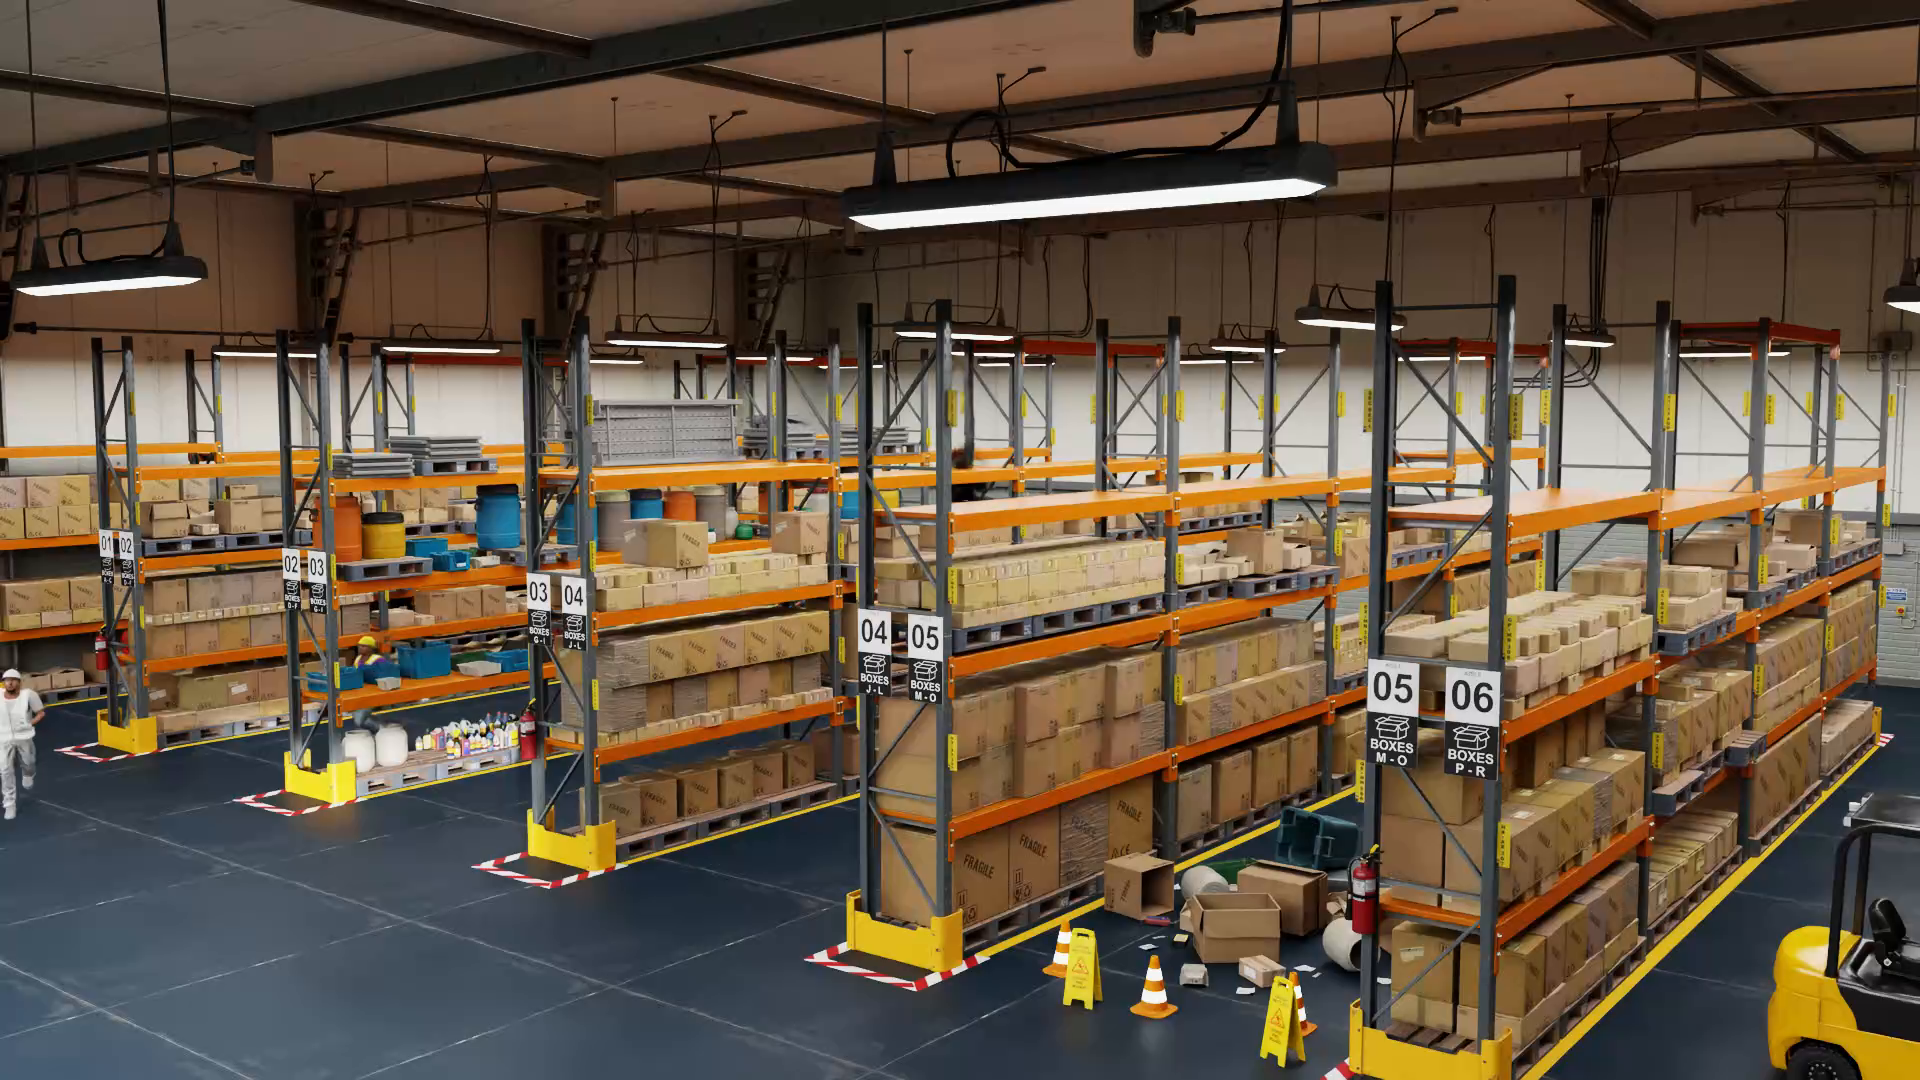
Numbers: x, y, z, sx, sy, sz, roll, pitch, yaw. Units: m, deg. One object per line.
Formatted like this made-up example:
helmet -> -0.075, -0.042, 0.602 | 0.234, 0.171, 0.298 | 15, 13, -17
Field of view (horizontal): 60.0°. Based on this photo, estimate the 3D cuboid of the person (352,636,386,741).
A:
person -> -8.491, 2.237, 23.742 | 0.692, 1.722, 0.582 | 3, 6, 29

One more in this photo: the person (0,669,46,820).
person -> -11.748, 2.492, 20.733 | 0.650, 1.797, 1.144 | -2, 5, -24

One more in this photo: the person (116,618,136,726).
person -> -12.971, 2.003, 26.222 | 0.657, 1.733, 0.968 | 2, 5, 22

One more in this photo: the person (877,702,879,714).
person -> -1.219, 1.802, 25.189 | 0.664, 1.763, 0.603 | 3, 6, 33
